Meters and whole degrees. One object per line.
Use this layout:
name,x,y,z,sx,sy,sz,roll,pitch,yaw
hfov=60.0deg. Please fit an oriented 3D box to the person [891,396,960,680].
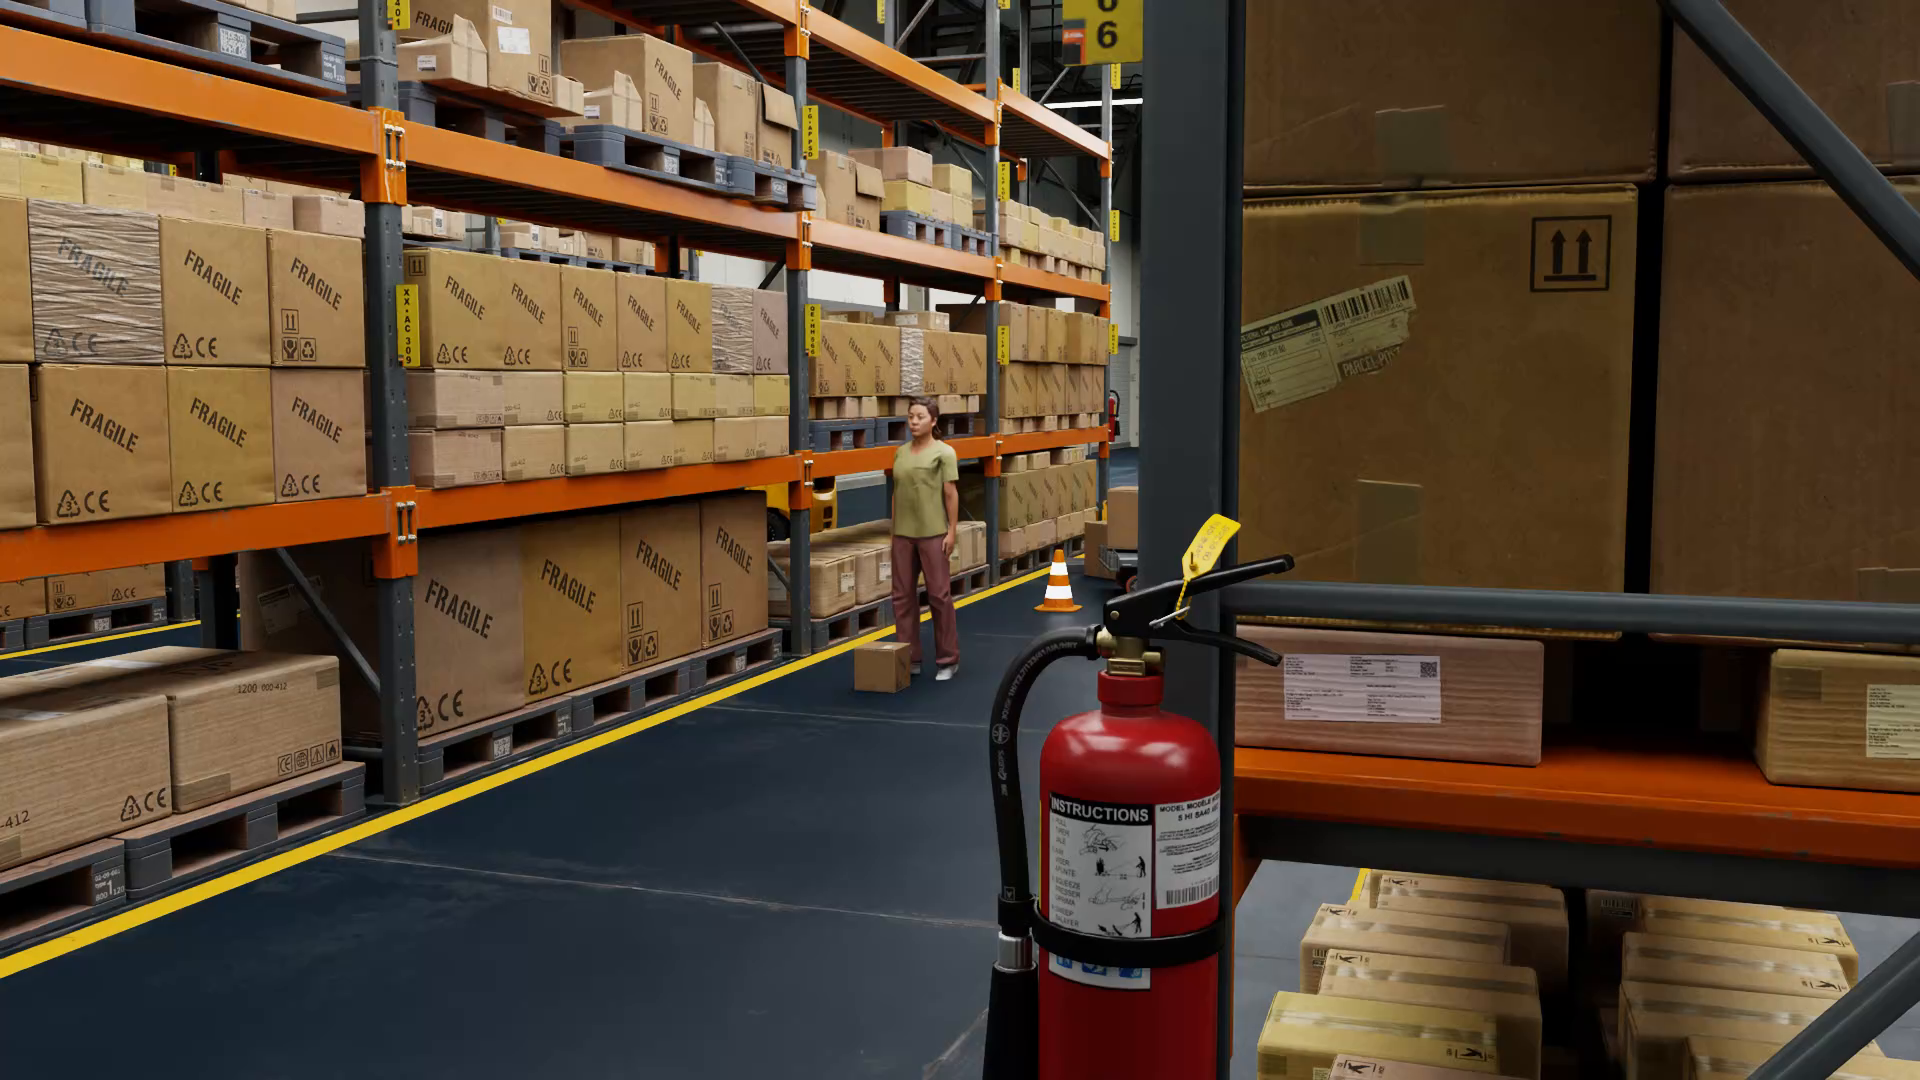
person,-0.222,0.008,9.893,0.446,1.720,0.411,3,6,29
